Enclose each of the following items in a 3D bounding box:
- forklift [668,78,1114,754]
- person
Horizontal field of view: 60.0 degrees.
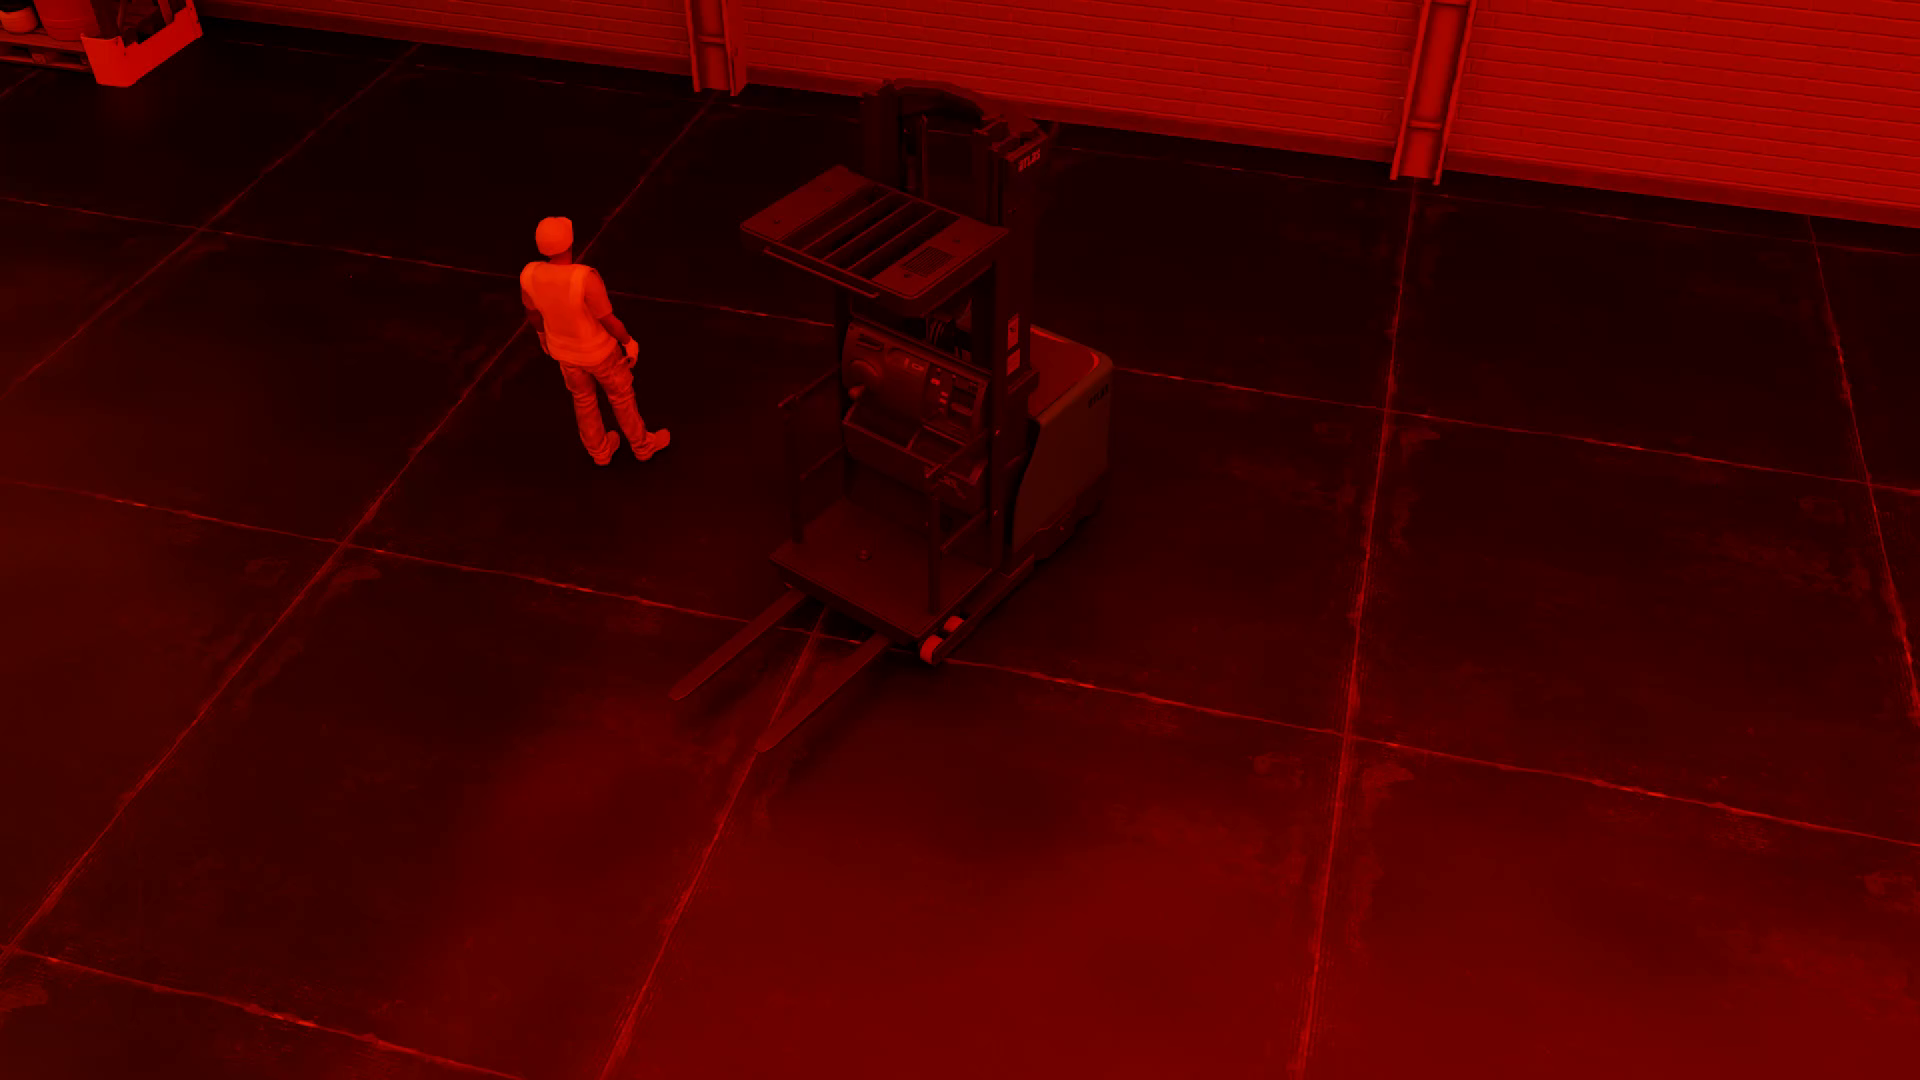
[{"bbox_3d":[-0.375,-0.773,8.743,1.130,2.935,3.031,26,48,27],"label":"forklift"},{"bbox_3d":[-2.246,-1.225,10.119,0.655,1.785,0.576,12,43,14],"label":"person"}]
